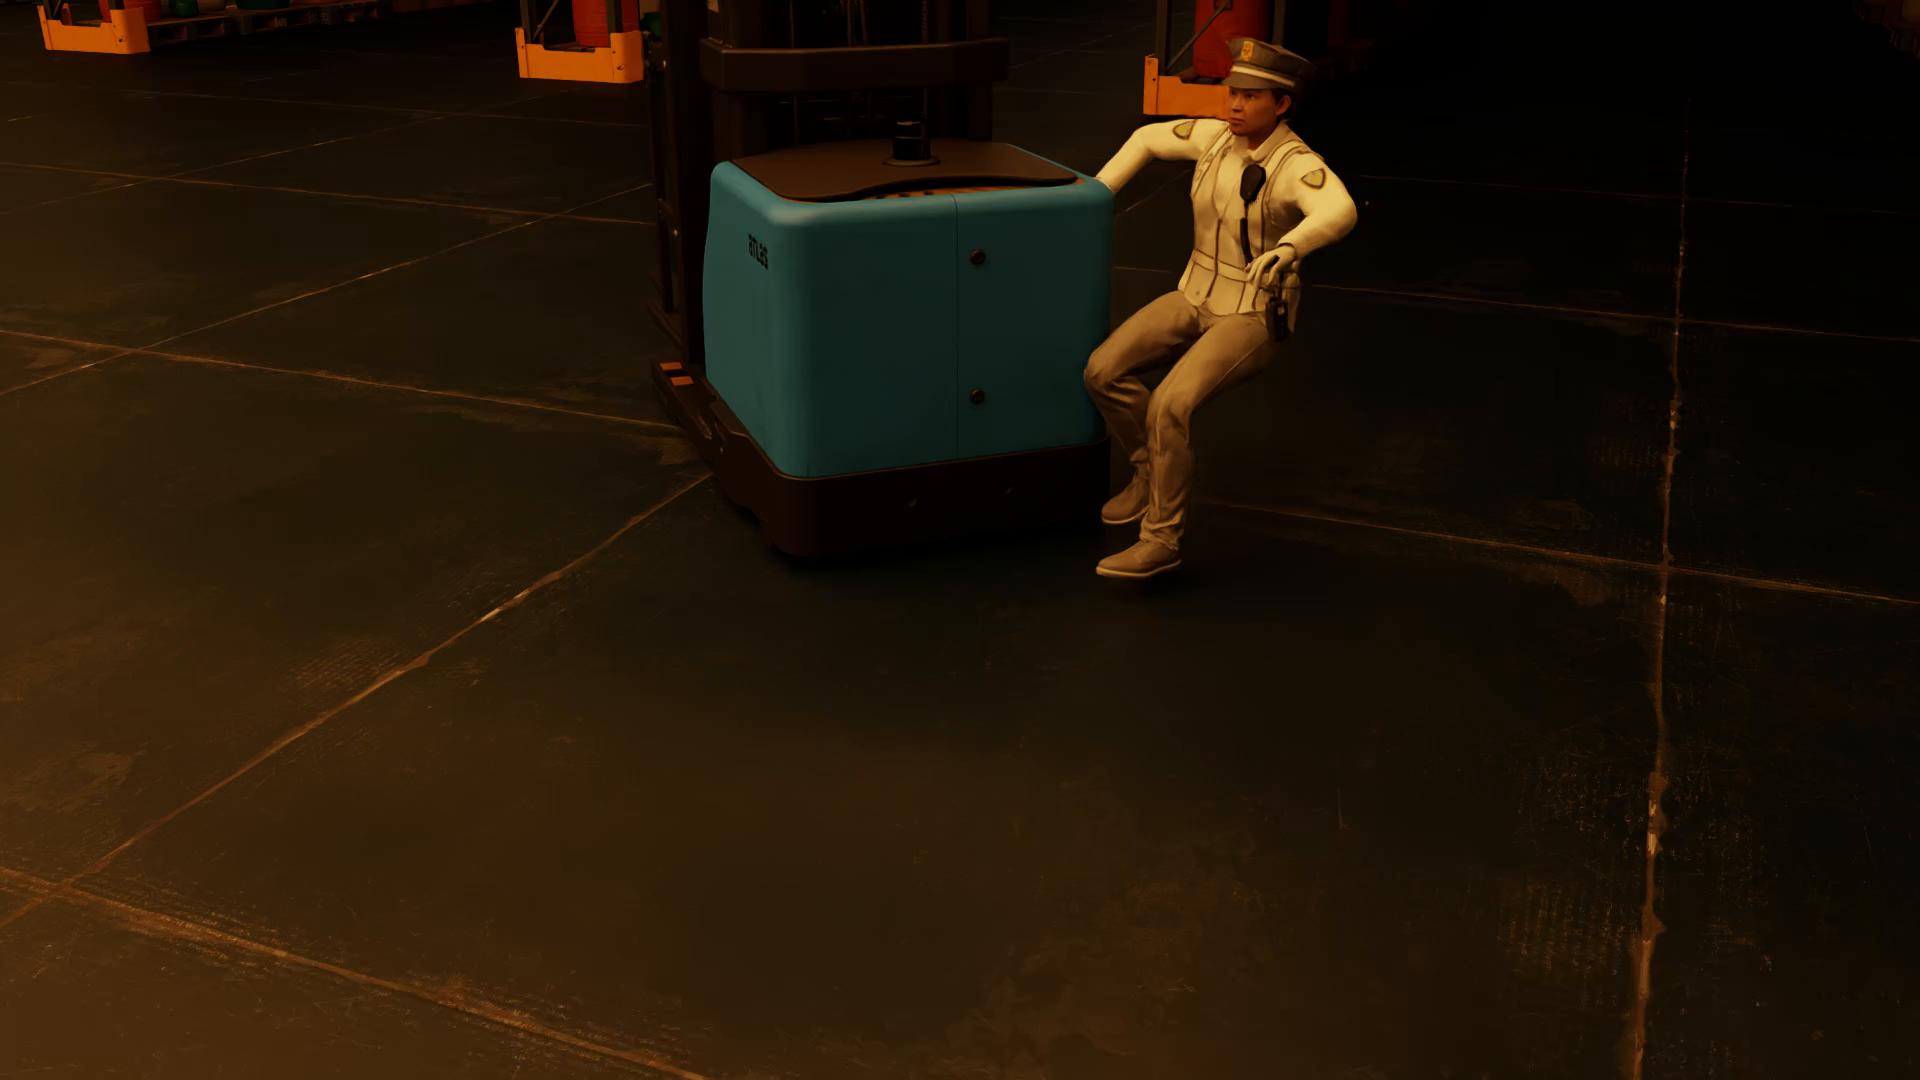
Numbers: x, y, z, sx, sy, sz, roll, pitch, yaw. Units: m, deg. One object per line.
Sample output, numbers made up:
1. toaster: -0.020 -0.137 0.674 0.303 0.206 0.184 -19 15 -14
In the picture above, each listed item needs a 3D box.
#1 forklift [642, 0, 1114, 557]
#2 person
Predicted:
1. forklift: -0.531 -1.842 5.698 1.130 2.935 3.031 -8 24 -19
2. person: 0.614 -0.670 4.706 0.780 1.442 1.010 -18 29 -37
